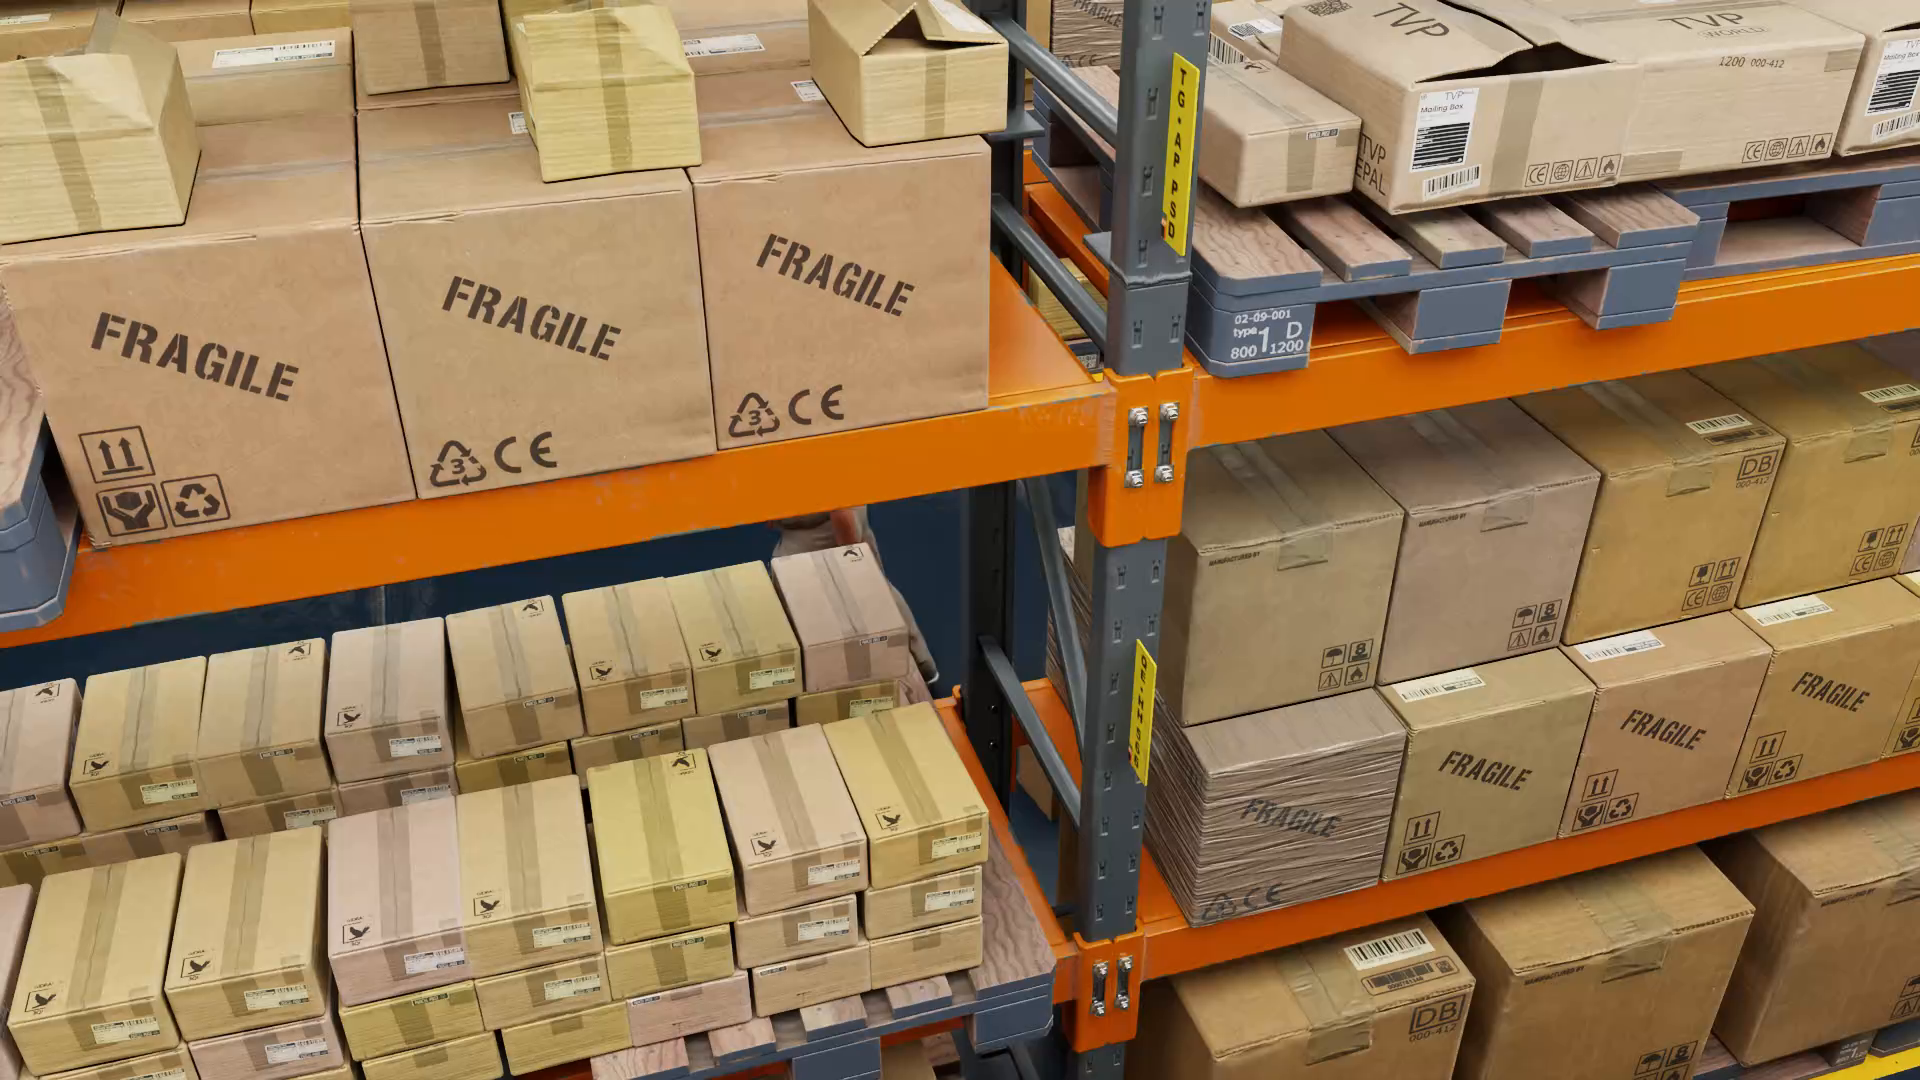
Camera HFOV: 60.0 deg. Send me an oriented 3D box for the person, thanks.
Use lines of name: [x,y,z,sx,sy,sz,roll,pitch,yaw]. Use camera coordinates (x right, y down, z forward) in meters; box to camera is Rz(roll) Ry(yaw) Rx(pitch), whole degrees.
person: [-0.603,-0.078,6.267,1.037,1.654,0.570,0,34,-1]
